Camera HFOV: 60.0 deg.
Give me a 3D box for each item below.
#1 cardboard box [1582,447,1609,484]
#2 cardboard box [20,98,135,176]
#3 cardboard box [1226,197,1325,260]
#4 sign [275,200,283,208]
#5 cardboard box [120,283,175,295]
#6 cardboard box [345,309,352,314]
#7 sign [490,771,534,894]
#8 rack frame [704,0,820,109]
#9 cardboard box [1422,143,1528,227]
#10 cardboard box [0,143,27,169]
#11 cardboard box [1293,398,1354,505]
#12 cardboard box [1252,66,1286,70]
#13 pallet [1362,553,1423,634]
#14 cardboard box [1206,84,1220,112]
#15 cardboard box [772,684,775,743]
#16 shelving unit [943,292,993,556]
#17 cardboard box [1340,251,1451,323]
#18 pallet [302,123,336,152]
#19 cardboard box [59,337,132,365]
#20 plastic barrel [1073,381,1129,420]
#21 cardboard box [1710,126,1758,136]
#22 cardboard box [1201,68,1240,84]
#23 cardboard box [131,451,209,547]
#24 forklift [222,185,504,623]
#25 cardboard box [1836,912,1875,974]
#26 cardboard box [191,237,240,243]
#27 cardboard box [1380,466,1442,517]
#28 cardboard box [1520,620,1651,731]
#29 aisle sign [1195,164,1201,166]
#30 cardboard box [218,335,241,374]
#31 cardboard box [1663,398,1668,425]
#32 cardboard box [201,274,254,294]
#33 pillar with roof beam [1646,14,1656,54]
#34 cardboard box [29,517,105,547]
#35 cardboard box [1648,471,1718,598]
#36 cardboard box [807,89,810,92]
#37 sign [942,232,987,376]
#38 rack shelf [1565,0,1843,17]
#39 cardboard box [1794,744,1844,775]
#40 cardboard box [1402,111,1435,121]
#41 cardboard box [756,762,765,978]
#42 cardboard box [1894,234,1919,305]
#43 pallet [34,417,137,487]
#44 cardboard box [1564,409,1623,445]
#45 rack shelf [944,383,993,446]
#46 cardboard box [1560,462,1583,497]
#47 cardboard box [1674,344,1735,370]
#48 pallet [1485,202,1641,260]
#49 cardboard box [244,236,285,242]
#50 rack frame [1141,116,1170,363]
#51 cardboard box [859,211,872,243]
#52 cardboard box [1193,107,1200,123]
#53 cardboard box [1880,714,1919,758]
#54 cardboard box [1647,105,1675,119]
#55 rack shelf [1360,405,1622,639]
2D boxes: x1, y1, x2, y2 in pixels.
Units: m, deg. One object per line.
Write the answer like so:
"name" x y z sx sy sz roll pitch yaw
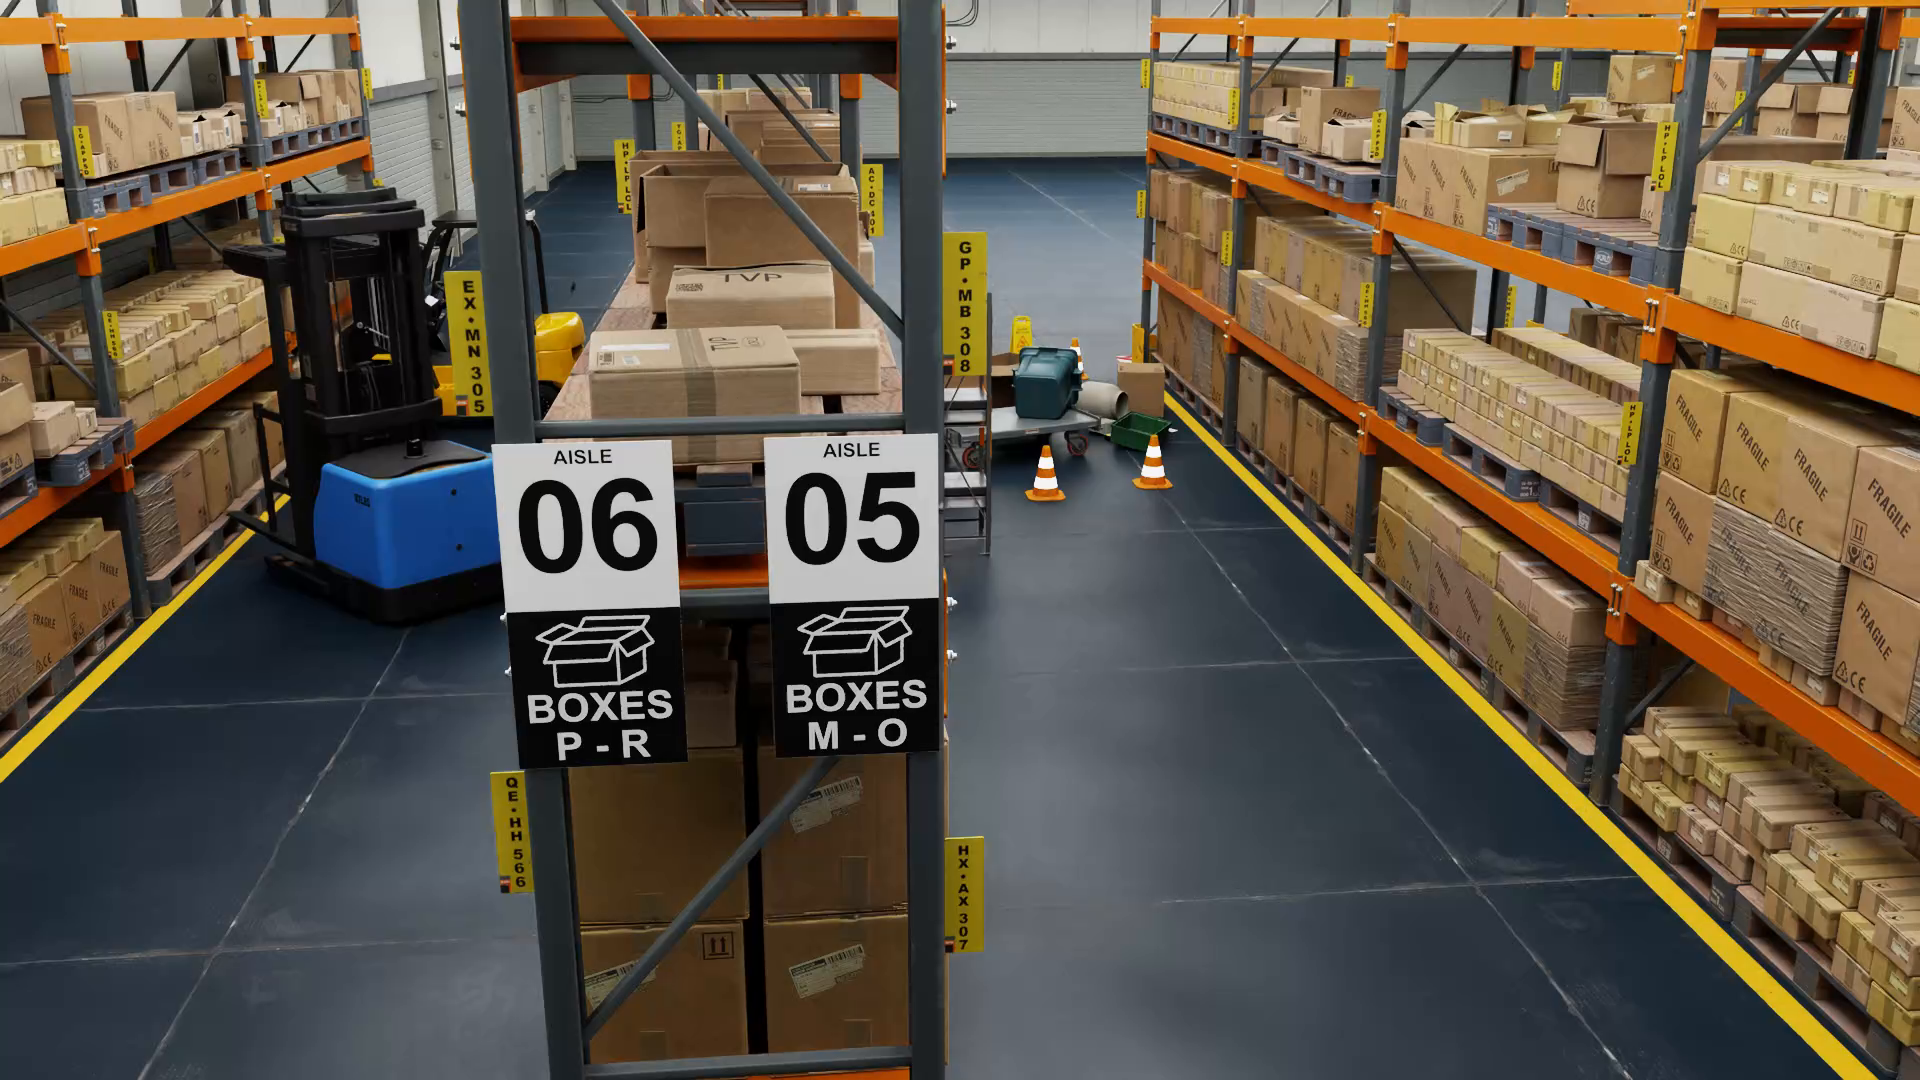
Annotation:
"cardboard box" 3.693 -0.420 9.229 0.380 0.149 0.250 -2 18 -5
"cardboard box" -6.136 -2.811 11.581 0.500 0.500 0.500 -2 18 -5
"cardboard box" 3.130 -3.088 16.452 0.875 0.550 0.550 -2 18 -6
"sign" -7.682 -3.680 18.813 0.100 0.325 0.005 -2 18 -6
"cardboard box" -6.846 -2.067 14.003 0.380 0.149 0.250 -2 18 -6
"cardboard box" -6.771 -2.482 18.796 0.500 0.250 0.500 -1 17 -4
"sign" -1.083 0.715 4.062 0.100 0.325 0.005 -2 18 -6
"rack frame" -1.780 -5.069 14.801 1.000 3.000 0.127 -2 18 -6
"cardboard box" 3.399 -2.350 10.980 0.500 0.500 0.500 -2 18 -6
"cardboard box" -6.052 -2.378 10.323 0.380 0.149 0.250 -2 18 -8
"cardboard box" 3.479 -0.770 14.176 1.050 0.750 0.750 -2 17 -5
"cardboard box" 3.277 -4.902 17.496 0.380 0.149 0.250 -2 18 -6
"pallet" 3.625 0.365 12.162 1.003 0.211 1.213 -2 18 -6
"cardboard box" 2.776 -4.429 16.655 0.500 0.250 0.500 -2 18 -6
"cardboard box" -0.303 0.420 4.414 0.380 0.149 0.250 -1 17 -4
"shelving unit" 0.017 -0.952 13.205 0.431 2.100 0.503 -2 18 -6
"cardboard box" 3.456 -2.008 13.228 0.700 0.500 0.500 -2 18 -6
"pallet" -6.953 -4.057 16.733 1.003 0.211 1.213 -2 18 -6
"cardboard box" -6.044 -1.322 11.631 0.380 0.149 0.250 -1 17 -4
"plastic barrel" 1.491 -1.452 17.594 0.512 0.421 0.421 11 21 32
"cardboard box" 7.771 -4.001 16.655 0.500 0.250 0.500 -1 17 -4
"cardboard box" 2.673 -4.731 16.950 0.380 0.149 0.250 -2 18 -5
"cardboard box" -6.430 -0.309 12.917 0.875 0.625 0.625 -1 17 -4
"forklift" -4.698 -1.172 12.518 3.031 2.935 1.130 16 24 41
"cardboard box" 3.903 1.669 6.915 0.380 0.149 0.250 -1 17 -3
"cardboard box" -7.075 -2.792 15.816 0.380 0.149 0.250 -2 18 -6
"cardboard box" 3.377 -0.351 12.007 0.500 0.250 0.500 -3 18 -8
"cardboard box" 3.632 0.773 9.679 0.500 0.500 0.500 -2 18 -7
"aisle sign" 3.012 -4.853 19.786 0.394 0.787 0.004 -2 18 -6
"cardboard box" -6.326 -1.540 13.826 0.500 0.250 0.500 -2 18 -5
"cardboard box" 4.294 -0.736 9.740 0.380 0.149 0.250 -2 18 -6
"cardboard box" -6.416 -2.239 14.550 0.380 0.149 0.250 -2 18 -6
"pillar with roof beam" 16.002 -15.650 48.501 9.100 9.000 0.400 -2 18 -6
"cardboard box" -6.001 -0.039 11.182 0.380 0.149 0.250 -3 18 -8
"cardboard box" 3.759 -0.041 8.136 0.500 0.500 0.500 -2 18 -7
"cardboard box" -1.831 -4.845 18.183 0.380 0.149 0.250 -2 18 -6
"sign" 0.011 -0.533 3.768 0.100 0.325 0.005 -2 18 -6
"rack shelf" 7.871 -5.627 17.782 1.077 0.370 4.000 -2 18 -6
"cardboard box" 4.353 1.116 8.179 0.380 0.149 0.250 -2 18 -6
"cardboard box" 3.586 -3.360 13.644 0.500 0.311 0.500 -2 18 -7
"cardboard box" -0.386 1.019 5.257 0.500 0.500 0.500 -2 18 -6
"cardboard box" 3.926 -0.998 6.256 0.500 0.250 0.500 -3 18 -8
"pallet" -6.164 -0.570 10.804 1.213 0.211 1.003 -2 18 -6
"cardboard box" 3.670 -0.642 9.438 0.380 0.149 0.250 -2 18 -7
"rack shelf" 0.017 -0.939 13.210 0.431 0.518 0.480 -2 18 -6
"cardboard box" 3.670 -0.351 9.506 0.380 0.149 0.250 -2 18 -6
"cardboard box" 8.009 -1.812 17.912 0.500 0.500 0.500 4 18 12
"pallet" 3.891 -1.844 9.849 1.213 0.211 1.003 -2 18 -6
"cardboard box" -6.606 -2.807 15.863 0.380 0.149 0.250 -2 18 -7
"rack frame" 2.721 -3.582 20.078 1.000 3.000 0.127 -2 18 -6
"cardboard box" -0.570 -1.258 7.026 0.396 0.266 0.258 -1 17 -4
"cardboard box" 2.645 -4.428 17.316 0.380 0.149 0.250 -2 18 -6
"cardboard box" 3.968 0.752 6.695 0.380 0.149 0.250 -1 17 -5
"cardboard box" 7.675 -4.626 17.983 0.380 0.149 0.250 -2 18 -8
"rack shelf" 3.752 -0.259 10.696 1.077 0.370 4.000 -2 18 -6
